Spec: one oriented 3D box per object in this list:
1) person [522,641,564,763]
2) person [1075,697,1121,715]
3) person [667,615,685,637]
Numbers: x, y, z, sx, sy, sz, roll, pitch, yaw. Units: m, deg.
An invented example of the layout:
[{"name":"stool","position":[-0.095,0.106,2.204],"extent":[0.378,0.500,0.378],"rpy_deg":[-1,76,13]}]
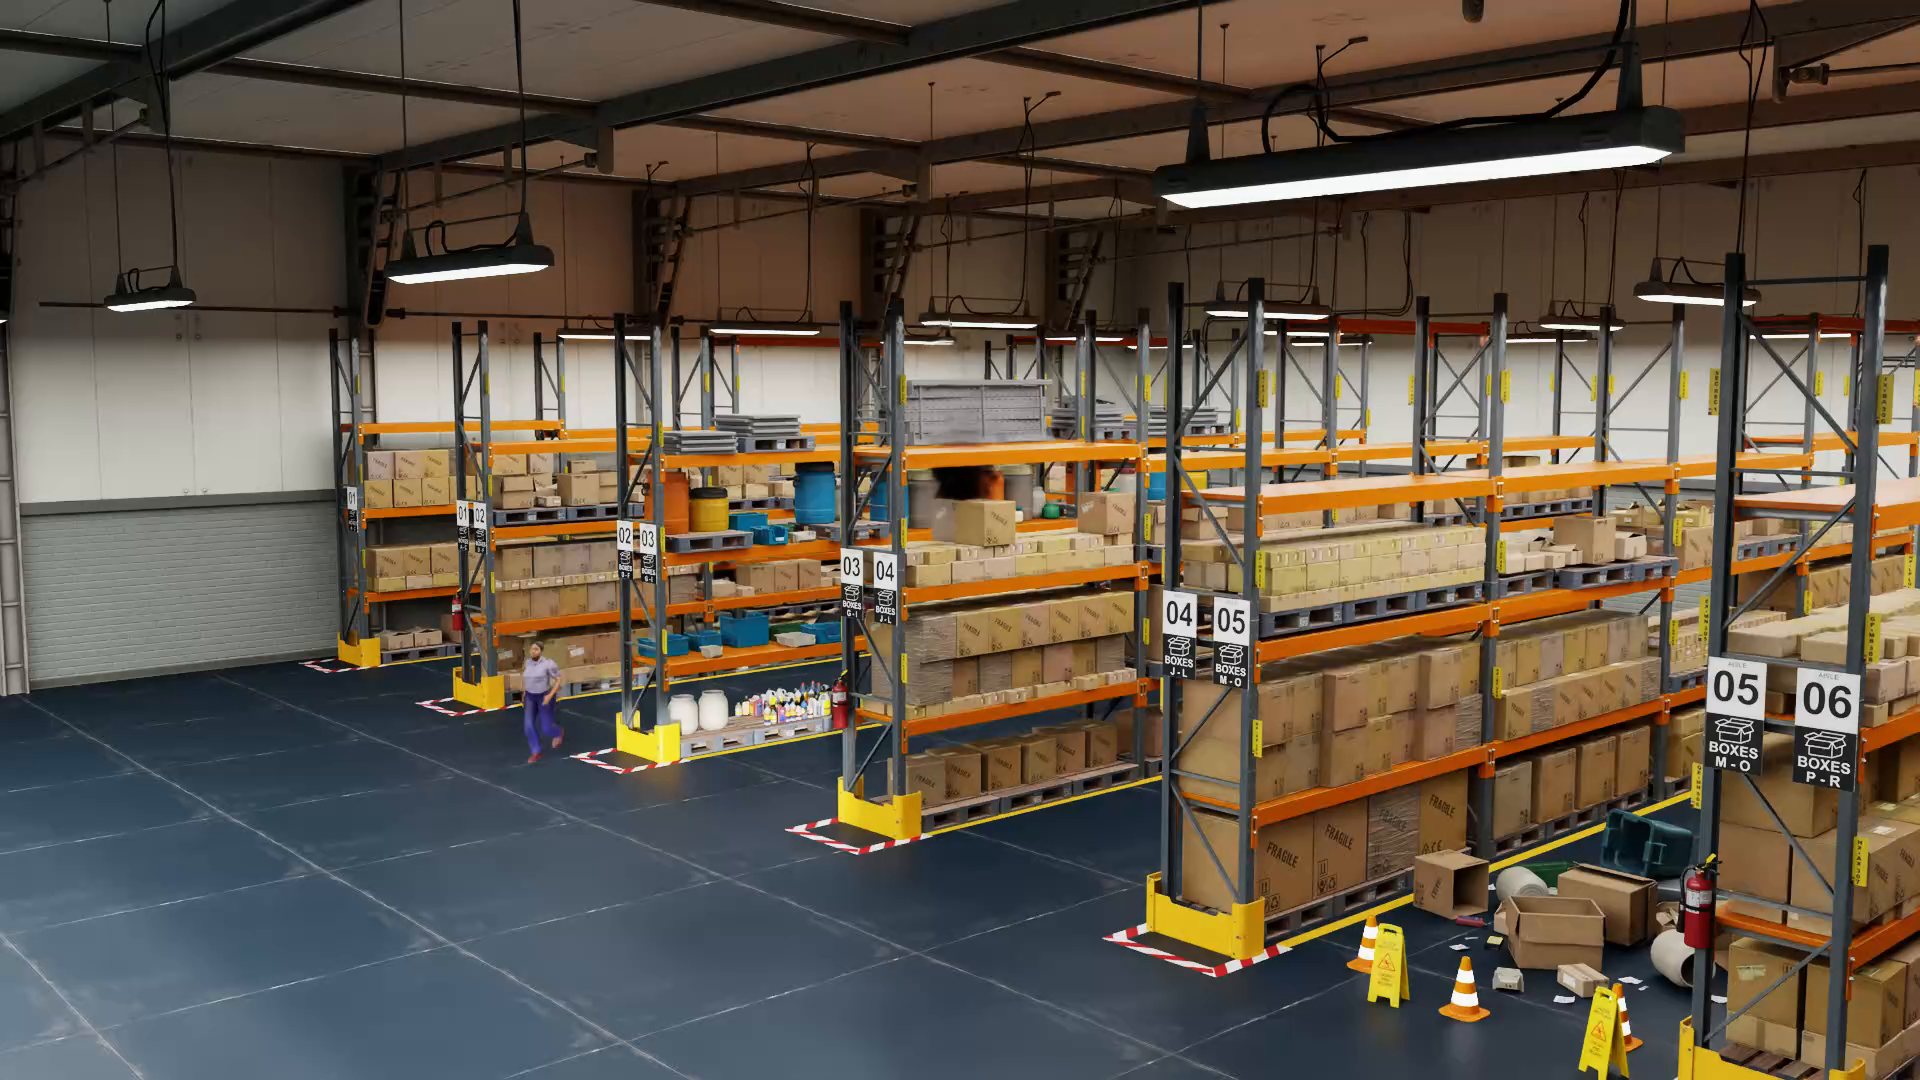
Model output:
[{"name":"person","position":[-5.655,2.156,22.492],"extent":[0.603,1.616,0.692],"rpy_deg":[1,6,12]},{"name":"person","position":[2.127,1.764,25.478],"extent":[0.645,1.732,0.906],"rpy_deg":[5,8,41]},{"name":"person","position":[-5.328,1.257,30.751],"extent":[0.677,1.737,0.767],"rpy_deg":[6,8,45]}]
